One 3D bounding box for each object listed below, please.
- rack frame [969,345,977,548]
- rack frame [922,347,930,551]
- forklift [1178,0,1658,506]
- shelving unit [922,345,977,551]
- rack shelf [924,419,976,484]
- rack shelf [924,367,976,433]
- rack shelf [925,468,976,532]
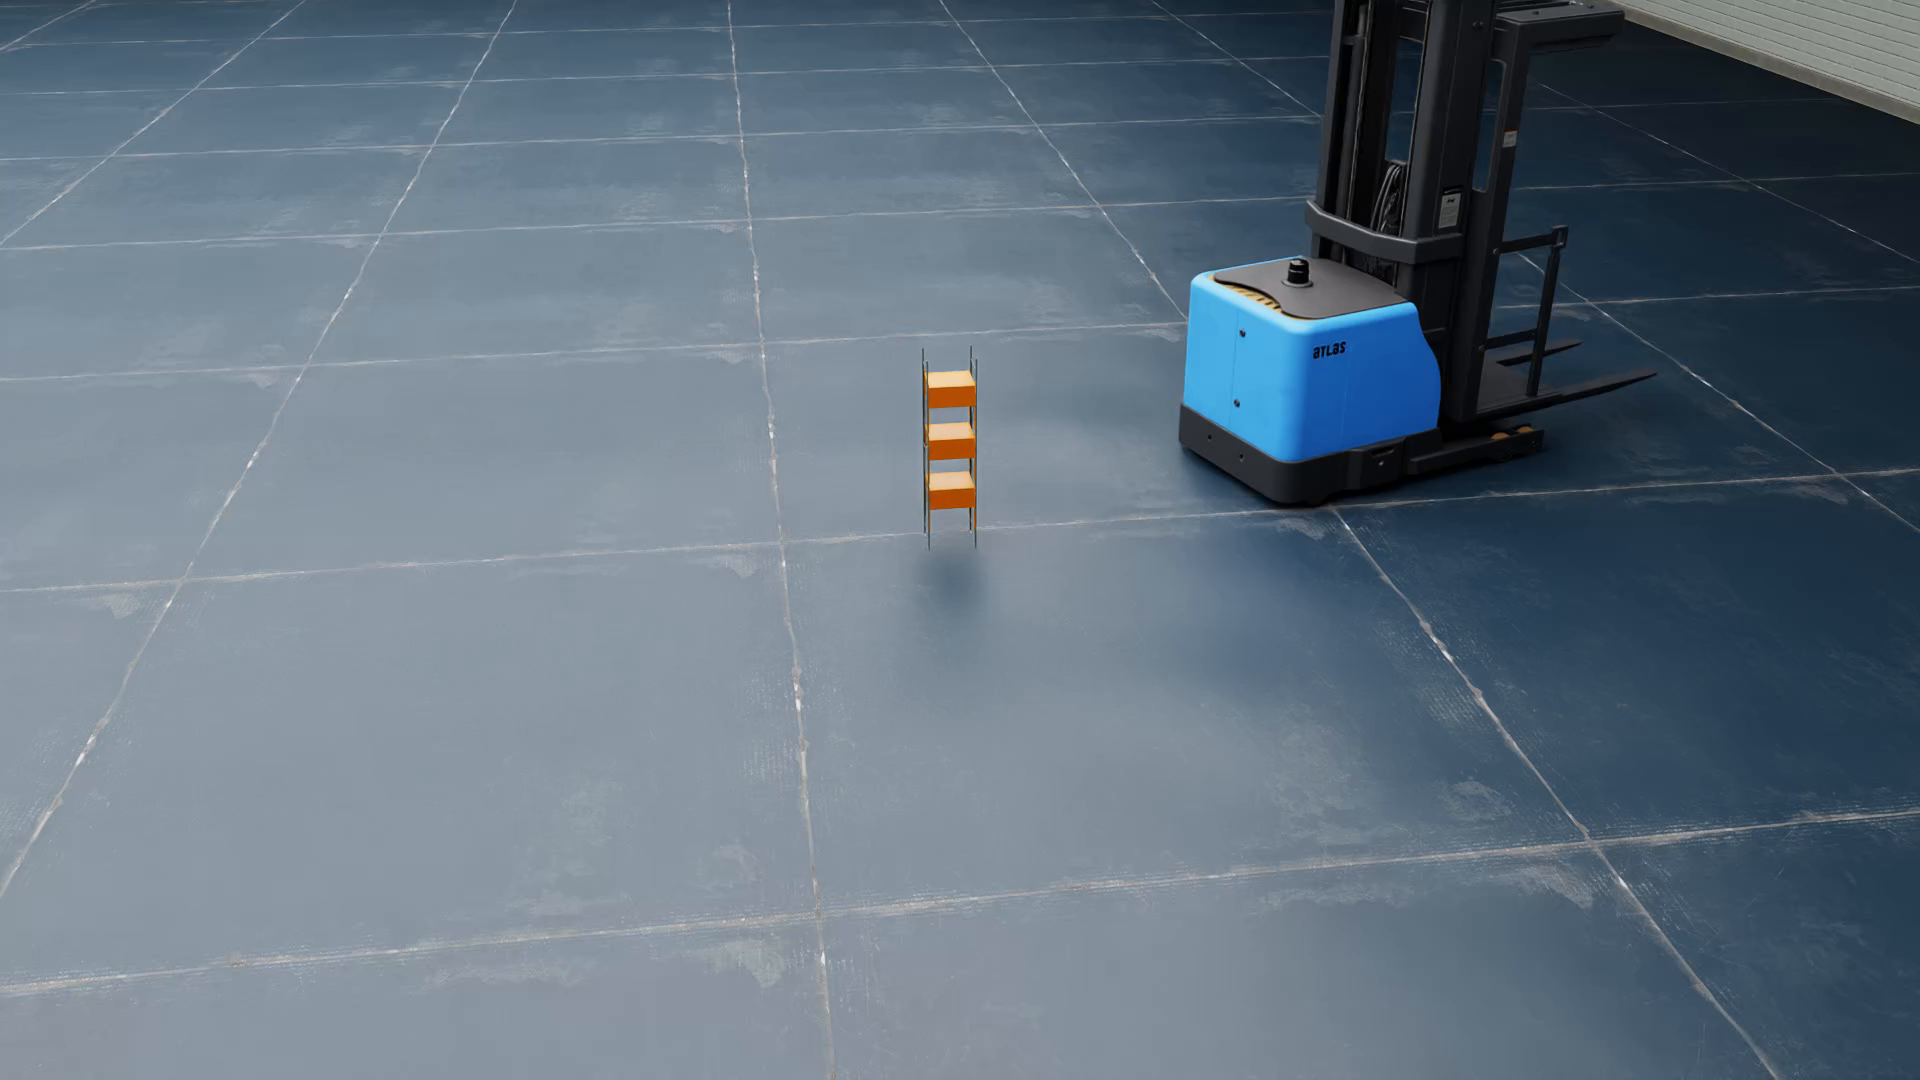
[{"bbox_3d":[0.068,-0.471,8.519,0.008,1.050,0.200,-4,27,-7],"label":"rack frame"},{"bbox_3d":[-0.174,-0.456,8.489,0.008,1.050,0.200,-4,27,-7],"label":"rack frame"},{"bbox_3d":[2.824,-1.955,9.350,3.031,2.935,1.130,-14,30,-25],"label":"forklift"},{"bbox_3d":[-0.053,-0.464,8.504,0.252,1.050,0.215,-4,27,-7],"label":"shelving unit"},{"bbox_3d":[-0.053,-0.454,8.509,0.240,0.259,0.215,-4,27,-7],"label":"rack shelf"},{"bbox_3d":[-0.053,-0.707,8.379,0.240,0.259,0.215,-4,27,-7],"label":"rack shelf"},{"bbox_3d":[-0.053,-0.207,8.635,0.240,0.259,0.215,-4,27,-7],"label":"rack shelf"}]
